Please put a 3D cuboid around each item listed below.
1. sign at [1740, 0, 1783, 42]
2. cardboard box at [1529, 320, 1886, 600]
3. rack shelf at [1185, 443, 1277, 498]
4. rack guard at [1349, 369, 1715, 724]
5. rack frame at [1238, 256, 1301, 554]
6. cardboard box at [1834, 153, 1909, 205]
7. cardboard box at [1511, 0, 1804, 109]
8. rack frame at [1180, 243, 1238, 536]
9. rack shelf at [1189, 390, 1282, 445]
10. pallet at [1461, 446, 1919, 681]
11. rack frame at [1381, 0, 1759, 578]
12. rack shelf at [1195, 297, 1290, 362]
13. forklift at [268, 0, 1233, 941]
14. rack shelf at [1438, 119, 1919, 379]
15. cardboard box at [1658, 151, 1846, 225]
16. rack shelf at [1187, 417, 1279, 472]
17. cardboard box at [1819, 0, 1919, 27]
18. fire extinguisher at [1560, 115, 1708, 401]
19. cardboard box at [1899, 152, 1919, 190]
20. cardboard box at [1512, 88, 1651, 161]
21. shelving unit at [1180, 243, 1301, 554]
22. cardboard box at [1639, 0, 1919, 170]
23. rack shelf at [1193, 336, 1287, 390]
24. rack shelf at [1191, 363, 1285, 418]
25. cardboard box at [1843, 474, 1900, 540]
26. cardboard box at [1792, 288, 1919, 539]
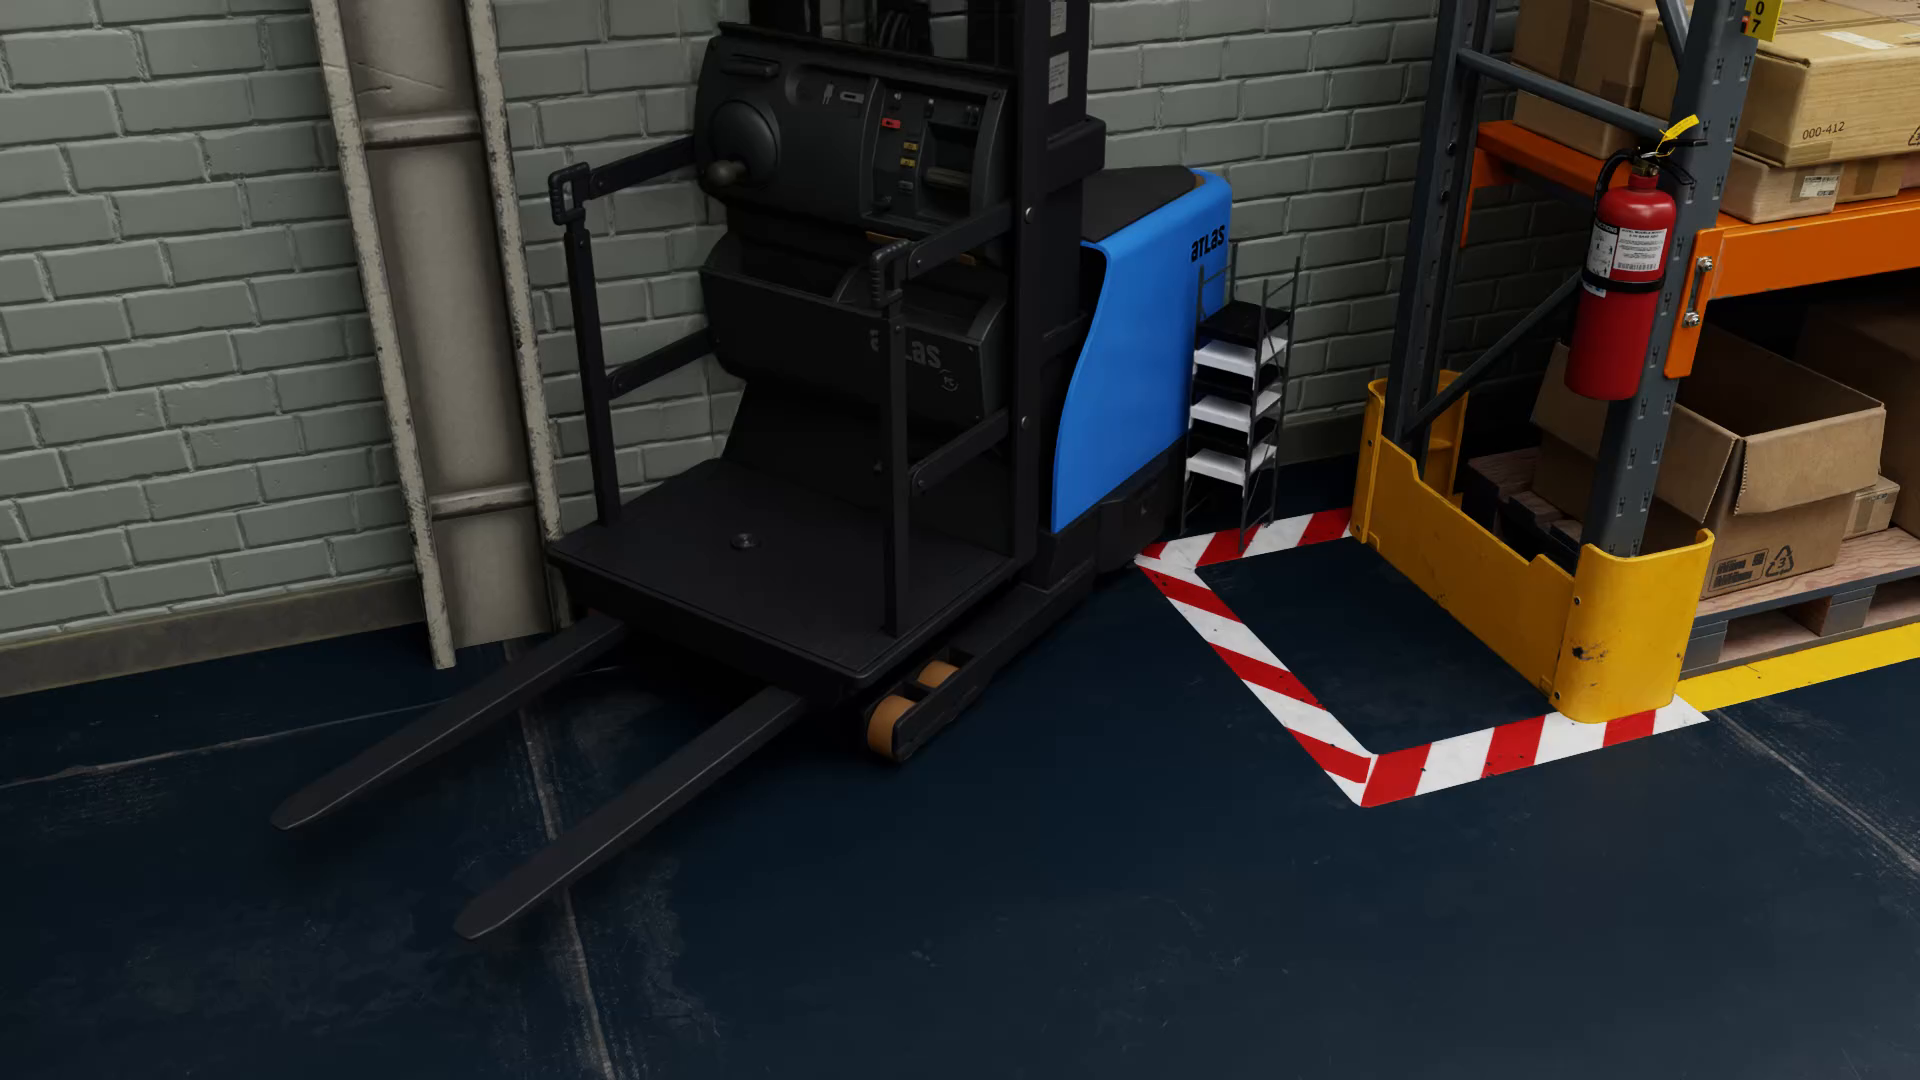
[{"bbox_3d":[1.705,-1.220,3.486,0.005,0.325,0.100,-10,31,-18],"label":"sign"},{"bbox_3d":[2.122,-0.255,4.764,0.637,0.503,0.797,-12,32,-20],"label":"cardboard box"},{"bbox_3d":[0.851,-0.240,5.193,0.200,0.077,0.258,19,35,29],"label":"rack shelf"},{"bbox_3d":[1.587,-0.022,4.784,0.348,0.500,1.175,-10,31,-18],"label":"rack guard"},{"bbox_3d":[0.935,-0.397,5.037,0.006,0.900,0.240,19,35,29],"label":"rack frame"},{"bbox_3d":[2.141,-0.981,4.195,0.250,0.149,0.380,-10,31,-16],"label":"cardboard box"},{"bbox_3d":[1.854,-1.362,4.461,0.500,0.250,0.500,-10,31,-16],"label":"cardboard box"},{"bbox_3d":[0.767,-0.454,5.136,0.006,0.900,0.240,19,35,29],"label":"rack frame"},{"bbox_3d":[0.851,-0.397,5.103,0.200,0.077,0.258,19,35,29],"label":"rack shelf"},{"bbox_3d":[2.334,-0.035,5.098,1.213,0.211,1.003,-10,31,-18],"label":"pallet"},{"bbox_3d":[1.516,-1.095,4.142,0.127,3.000,1.000,-10,31,-18],"label":"rack frame"},{"bbox_3d":[0.850,-0.631,4.969,0.200,0.077,0.258,19,35,29],"label":"rack shelf"},{"bbox_3d":[-0.411,-0.978,4.006,1.130,2.935,3.031,19,35,30],"label":"forklift"},{"bbox_3d":[3.390,-1.128,4.926,4.000,0.370,1.077,-10,31,-18],"label":"rack shelf"},{"bbox_3d":[1.919,-0.916,4.081,0.250,0.149,0.380,-11,31,-18],"label":"cardboard box"},{"bbox_3d":[0.851,-0.318,5.148,0.200,0.077,0.258,19,35,29],"label":"rack shelf"},{"bbox_3d":[2.507,-1.200,4.177,0.500,0.250,0.500,-10,31,-17],"label":"cardboard box"},{"bbox_3d":[1.539,-0.660,3.833,0.183,0.674,0.296,-10,31,-18],"label":"fire extinguisher"},{"bbox_3d":[2.376,-1.042,4.303,0.250,0.149,0.380,-11,31,-18],"label":"cardboard box"},{"bbox_3d":[1.733,-1.168,4.523,0.250,0.149,0.380,-11,31,-18],"label":"cardboard box"},{"bbox_3d":[0.851,-0.425,5.087,0.210,0.900,0.258,19,35,29],"label":"shelving unit"},{"bbox_3d":[2.035,-1.113,4.024,0.500,0.250,0.500,-10,31,-17],"label":"cardboard box"},{"bbox_3d":[0.851,-0.553,5.014,0.200,0.077,0.258,19,35,29],"label":"rack shelf"},{"bbox_3d":[0.851,-0.475,5.058,0.200,0.077,0.258,19,35,29],"label":"rack shelf"},{"bbox_3d":[2.534,-0.156,4.949,0.250,0.149,0.380,-12,32,-20],"label":"cardboard box"},{"bbox_3d":[2.937,-0.383,4.993,0.500,0.500,0.700,-9,31,-16],"label":"cardboard box"}]
